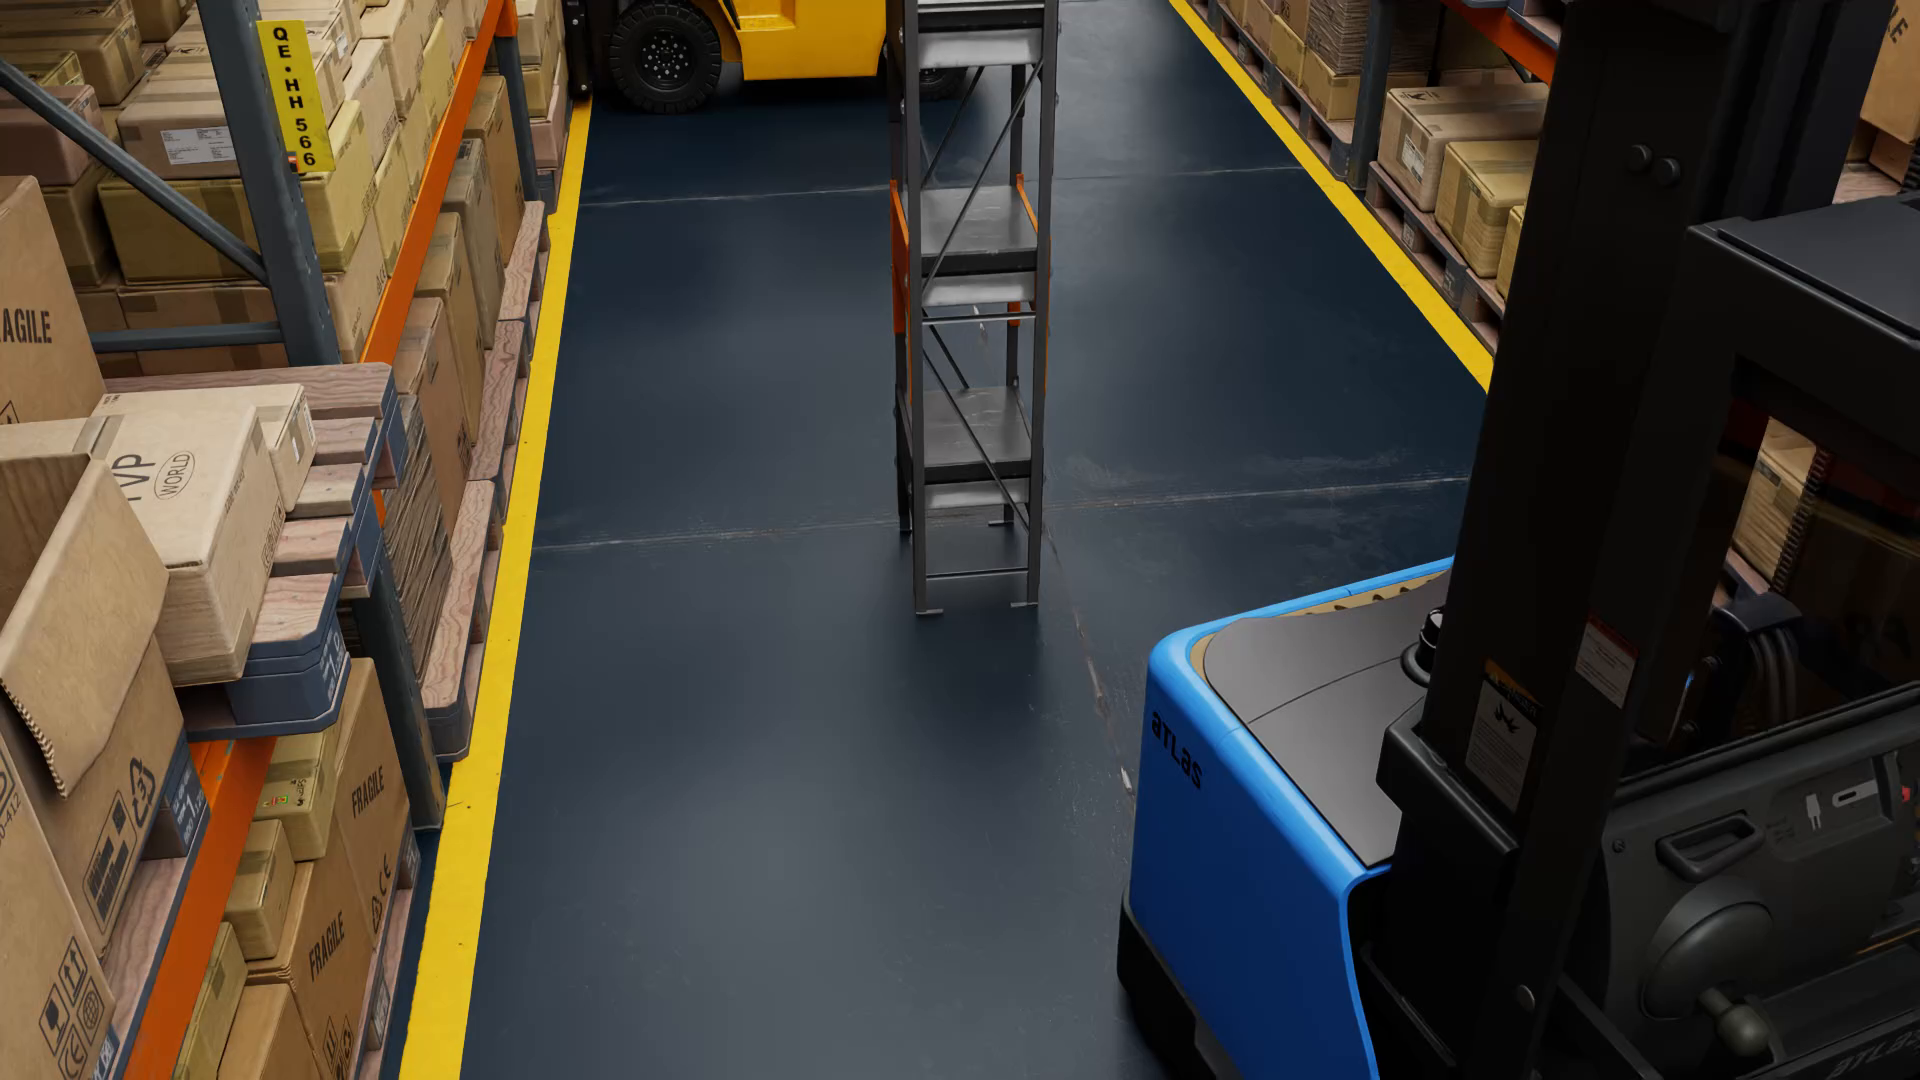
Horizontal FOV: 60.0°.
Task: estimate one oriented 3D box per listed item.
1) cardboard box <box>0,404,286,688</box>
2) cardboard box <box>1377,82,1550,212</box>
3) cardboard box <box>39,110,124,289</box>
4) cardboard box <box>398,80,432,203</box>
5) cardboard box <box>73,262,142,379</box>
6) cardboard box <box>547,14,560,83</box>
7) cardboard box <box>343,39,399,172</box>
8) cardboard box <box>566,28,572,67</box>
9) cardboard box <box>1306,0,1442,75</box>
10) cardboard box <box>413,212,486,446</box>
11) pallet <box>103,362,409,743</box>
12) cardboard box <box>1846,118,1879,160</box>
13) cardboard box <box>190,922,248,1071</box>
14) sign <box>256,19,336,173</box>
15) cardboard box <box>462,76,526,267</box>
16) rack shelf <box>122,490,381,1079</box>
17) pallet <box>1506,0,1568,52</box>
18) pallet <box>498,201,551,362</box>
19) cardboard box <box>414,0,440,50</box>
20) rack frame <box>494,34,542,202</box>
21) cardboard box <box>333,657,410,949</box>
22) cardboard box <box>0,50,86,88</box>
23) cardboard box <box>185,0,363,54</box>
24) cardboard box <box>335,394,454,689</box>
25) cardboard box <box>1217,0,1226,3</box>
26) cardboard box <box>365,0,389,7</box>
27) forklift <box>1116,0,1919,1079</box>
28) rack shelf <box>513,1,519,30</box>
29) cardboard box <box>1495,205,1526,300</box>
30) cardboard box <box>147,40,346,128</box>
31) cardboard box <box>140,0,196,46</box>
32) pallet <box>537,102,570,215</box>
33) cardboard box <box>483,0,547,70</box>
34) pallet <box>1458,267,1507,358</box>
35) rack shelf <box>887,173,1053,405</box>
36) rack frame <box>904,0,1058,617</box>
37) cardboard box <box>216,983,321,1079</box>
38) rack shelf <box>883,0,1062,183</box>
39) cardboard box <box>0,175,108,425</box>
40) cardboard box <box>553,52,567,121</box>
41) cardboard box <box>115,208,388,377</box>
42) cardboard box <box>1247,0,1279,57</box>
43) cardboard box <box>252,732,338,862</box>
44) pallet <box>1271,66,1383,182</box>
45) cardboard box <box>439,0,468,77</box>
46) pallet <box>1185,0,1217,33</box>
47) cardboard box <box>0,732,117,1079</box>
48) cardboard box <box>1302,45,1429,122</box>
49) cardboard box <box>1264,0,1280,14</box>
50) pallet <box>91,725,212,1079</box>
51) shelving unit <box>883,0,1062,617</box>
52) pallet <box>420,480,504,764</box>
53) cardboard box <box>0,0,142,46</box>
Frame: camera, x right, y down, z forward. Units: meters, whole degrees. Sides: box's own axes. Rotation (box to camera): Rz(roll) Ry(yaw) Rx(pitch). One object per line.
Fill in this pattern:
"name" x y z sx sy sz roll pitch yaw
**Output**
"cardboard box" -1.468 0.018 2.821 0.500 0.250 0.500 -6 35 -9
"cardboard box" 2.523 -1.840 7.747 0.950 0.372 0.625 -4 34 -6
"cardboard box" -2.266 -0.809 3.963 0.500 0.250 0.500 -4 34 -5
"cardboard box" -1.887 -1.207 4.991 0.500 0.250 0.500 -5 35 -8
"cardboard box" -2.244 -0.604 4.106 0.500 0.250 0.500 -5 35 -7
"cardboard box" -2.297 -2.485 8.358 0.500 0.250 0.500 -5 35 -7
"cardboard box" -1.814 -1.125 4.427 0.500 0.250 0.500 -3 34 -5
"cardboard box" -2.422 -2.852 9.340 0.500 0.250 0.500 -3 34 -5
"cardboard box" 2.104 -2.702 8.454 0.500 0.500 0.500 -5 35 -7
"cardboard box" -2.187 -0.716 5.873 0.875 0.625 0.625 -6 35 -8
"pallet" -1.770 0.017 3.231 1.213 0.211 1.003 -4 35 -6
"cardboard box" 2.603 -1.192 4.686 0.380 0.149 0.250 -4 34 -6
"cardboard box" -1.563 0.864 3.089 0.380 0.149 0.250 -3 34 -5
"sign" -1.394 -0.927 3.489 0.100 0.325 0.005 -4 35 -6
"cardboard box" -2.387 -1.569 7.124 0.875 0.625 0.625 -3 34 -4
"rack shelf" -1.661 0.978 2.289 1.077 0.370 4.000 -4 35 -6
"pallet" 2.681 -1.835 5.950 1.003 0.211 1.213 -4 35 -6
"pallet" -2.330 -1.107 7.186 1.003 0.211 1.213 -4 35 -6
"cardboard box" -1.960 -1.702 5.273 0.500 0.250 0.500 -4 34 -6
"rack frame" -2.468 -2.667 7.000 1.000 3.000 0.127 -4 35 -6
"cardboard box" -1.660 0.644 3.988 0.500 0.500 0.500 -3 34 -5
"cardboard box" -2.320 -1.048 3.960 0.380 0.149 0.250 -4 34 -5
"cardboard box" -1.826 -1.380 4.446 0.380 0.149 0.250 -4 34 -6
"cardboard box" -2.001 0.024 4.787 0.875 0.625 0.625 -3 34 -5
"cardboard box" 1.808 -3.558 10.376 0.500 0.250 0.500 -3 34 -5
"cardboard box" -1.865 -1.664 4.863 0.380 0.149 0.250 -4 34 -5
"forklift" 1.422 0.542 2.352 1.130 2.935 3.031 -13 36 -19
"rack shelf" -2.737 -3.486 8.840 1.077 0.370 4.000 -4 35 -6
"cardboard box" 2.718 -1.051 6.590 0.950 0.372 0.625 -3 34 -5
"cardboard box" -1.718 -1.093 4.026 0.380 0.149 0.250 -4 34 -5
"cardboard box" -2.401 -1.374 4.792 0.500 0.250 0.500 -5 35 -7
"pallet" -2.534 -1.962 8.441 1.003 0.211 1.213 -4 35 -6
"cardboard box" -2.222 -2.411 7.805 0.500 0.250 0.500 -5 35 -7
"pallet" 2.723 -0.776 6.701 1.003 0.211 1.213 -4 35 -6
"rack shelf" 0.022 -0.764 5.031 0.431 0.518 0.480 -4 35 -6
"rack frame" 0.055 -0.639 4.823 0.400 2.100 0.015 -4 35 -6
"cardboard box" -1.530 1.216 3.149 0.500 0.500 0.500 -3 34 -4
"rack shelf" 0.022 -1.342 4.637 0.431 0.518 0.480 -4 35 -6
"cardboard box" -2.016 -0.351 3.139 0.500 0.500 0.500 -3 34 -4
"cardboard box" -2.289 -2.282 8.503 0.500 0.250 0.500 -5 35 -7
"cardboard box" -1.748 -0.639 4.157 0.500 0.250 0.500 -4 35 -6
"cardboard box" 1.959 -2.972 9.517 0.500 0.250 0.500 -4 34 -6
"cardboard box" -1.545 0.563 3.531 0.380 0.149 0.250 -6 35 -9
"pallet" 2.325 -2.265 8.886 1.003 0.211 1.213 -4 35 -6
"cardboard box" -2.032 -1.784 5.838 0.500 0.250 0.500 -4 34 -6
"pallet" 1.996 -3.626 10.884 1.003 0.211 1.213 -4 35 -6
"cardboard box" -1.411 0.569 1.790 0.700 0.500 0.500 -5 35 -7
"cardboard box" 2.104 -2.392 8.665 0.500 0.250 0.500 -3 34 -4
"cardboard box" 1.965 -3.270 9.288 0.500 0.500 0.500 -3 34 -4
"pallet" -1.664 0.729 2.187 1.003 0.211 1.213 -4 35 -6
"shelving unit" 0.022 -0.775 5.023 0.431 2.100 0.503 -4 35 -6
"pallet" -2.002 0.255 5.188 1.003 0.211 1.213 -4 35 -6
"cardboard box" -2.397 -1.329 4.372 0.380 0.149 0.250 -5 35 -7
